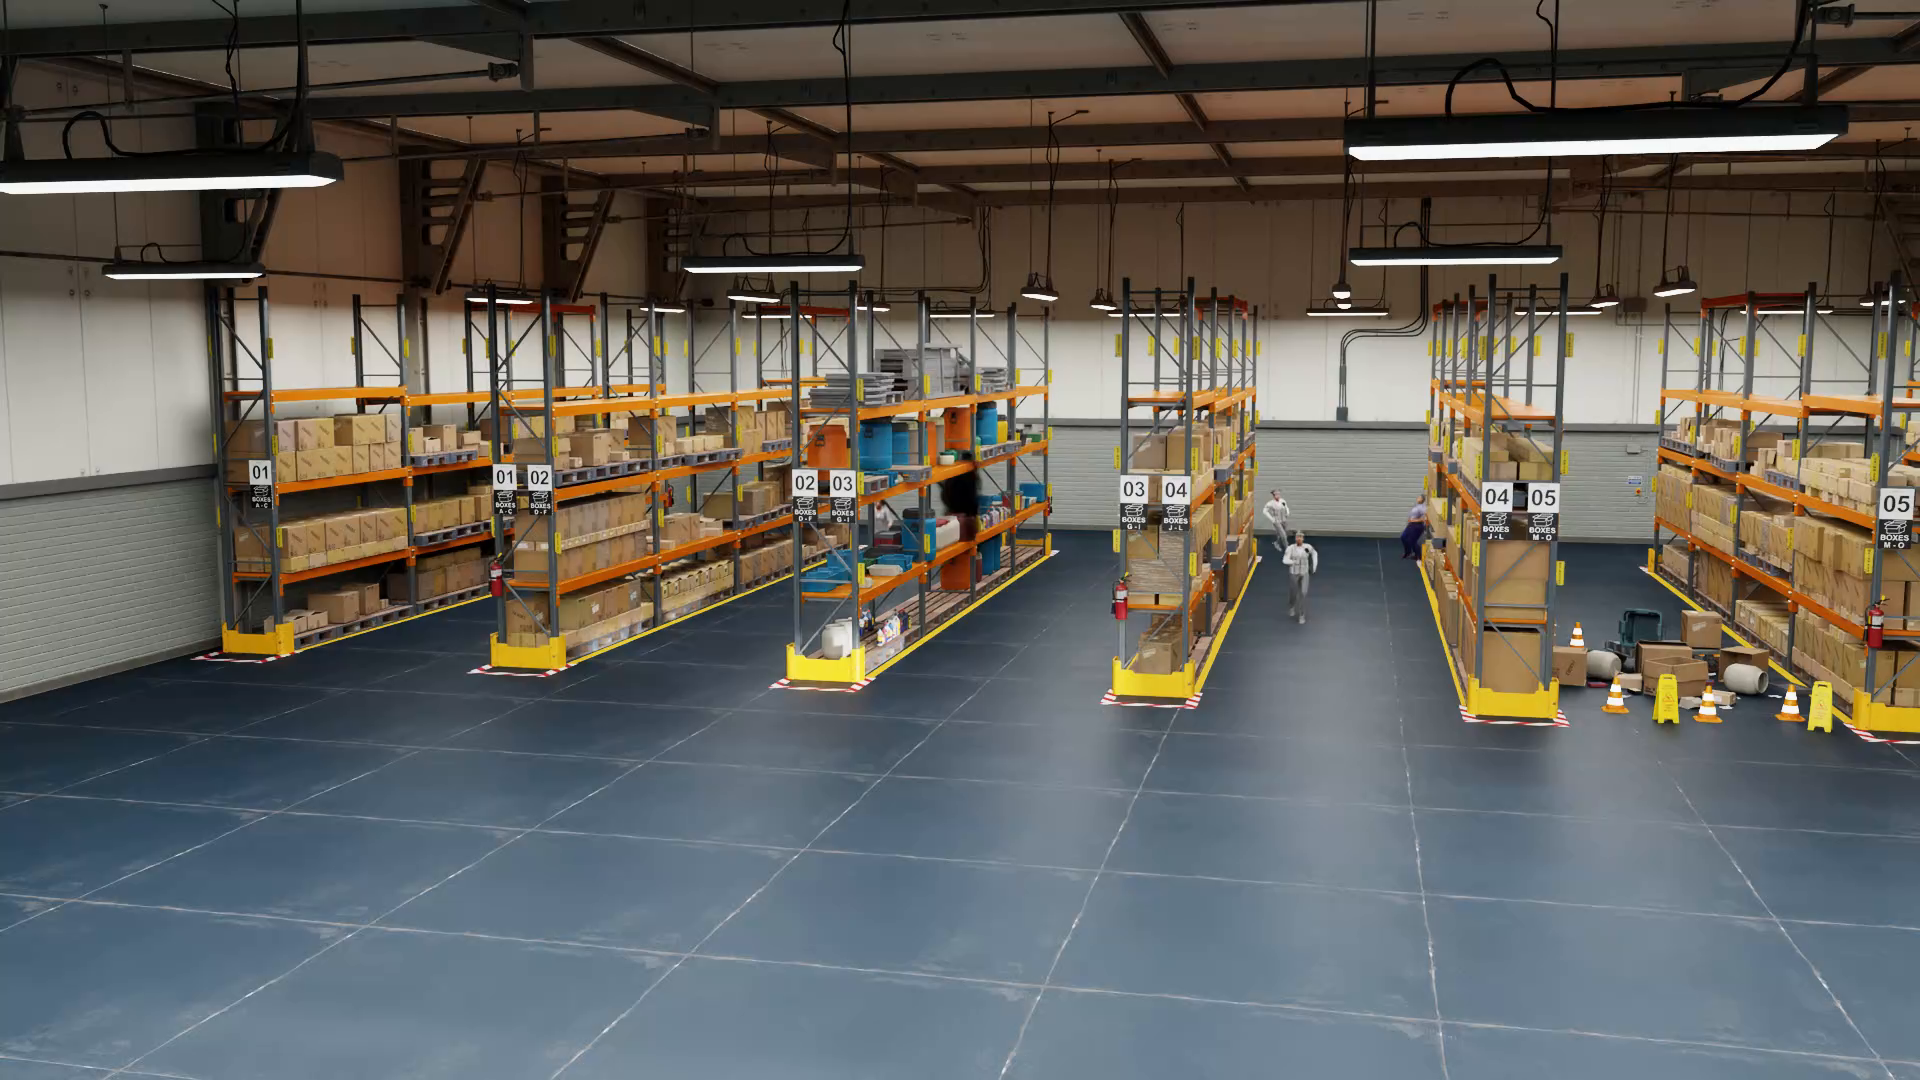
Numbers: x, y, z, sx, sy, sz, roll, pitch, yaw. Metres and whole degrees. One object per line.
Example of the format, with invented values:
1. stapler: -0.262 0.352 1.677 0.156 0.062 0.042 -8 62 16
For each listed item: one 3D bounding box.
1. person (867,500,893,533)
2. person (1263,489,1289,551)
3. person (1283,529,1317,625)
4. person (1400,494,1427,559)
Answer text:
1. person: -1.732 -0.139 35.671 0.541 1.548 0.489 1 7 9
2. person: 7.679 -0.428 40.263 0.632 1.655 0.835 -3 7 -22
3. person: 6.248 0.653 30.621 0.607 1.736 0.882 1 7 10
4. person: 10.761 -0.299 39.412 0.548 1.606 0.737 0 7 1
